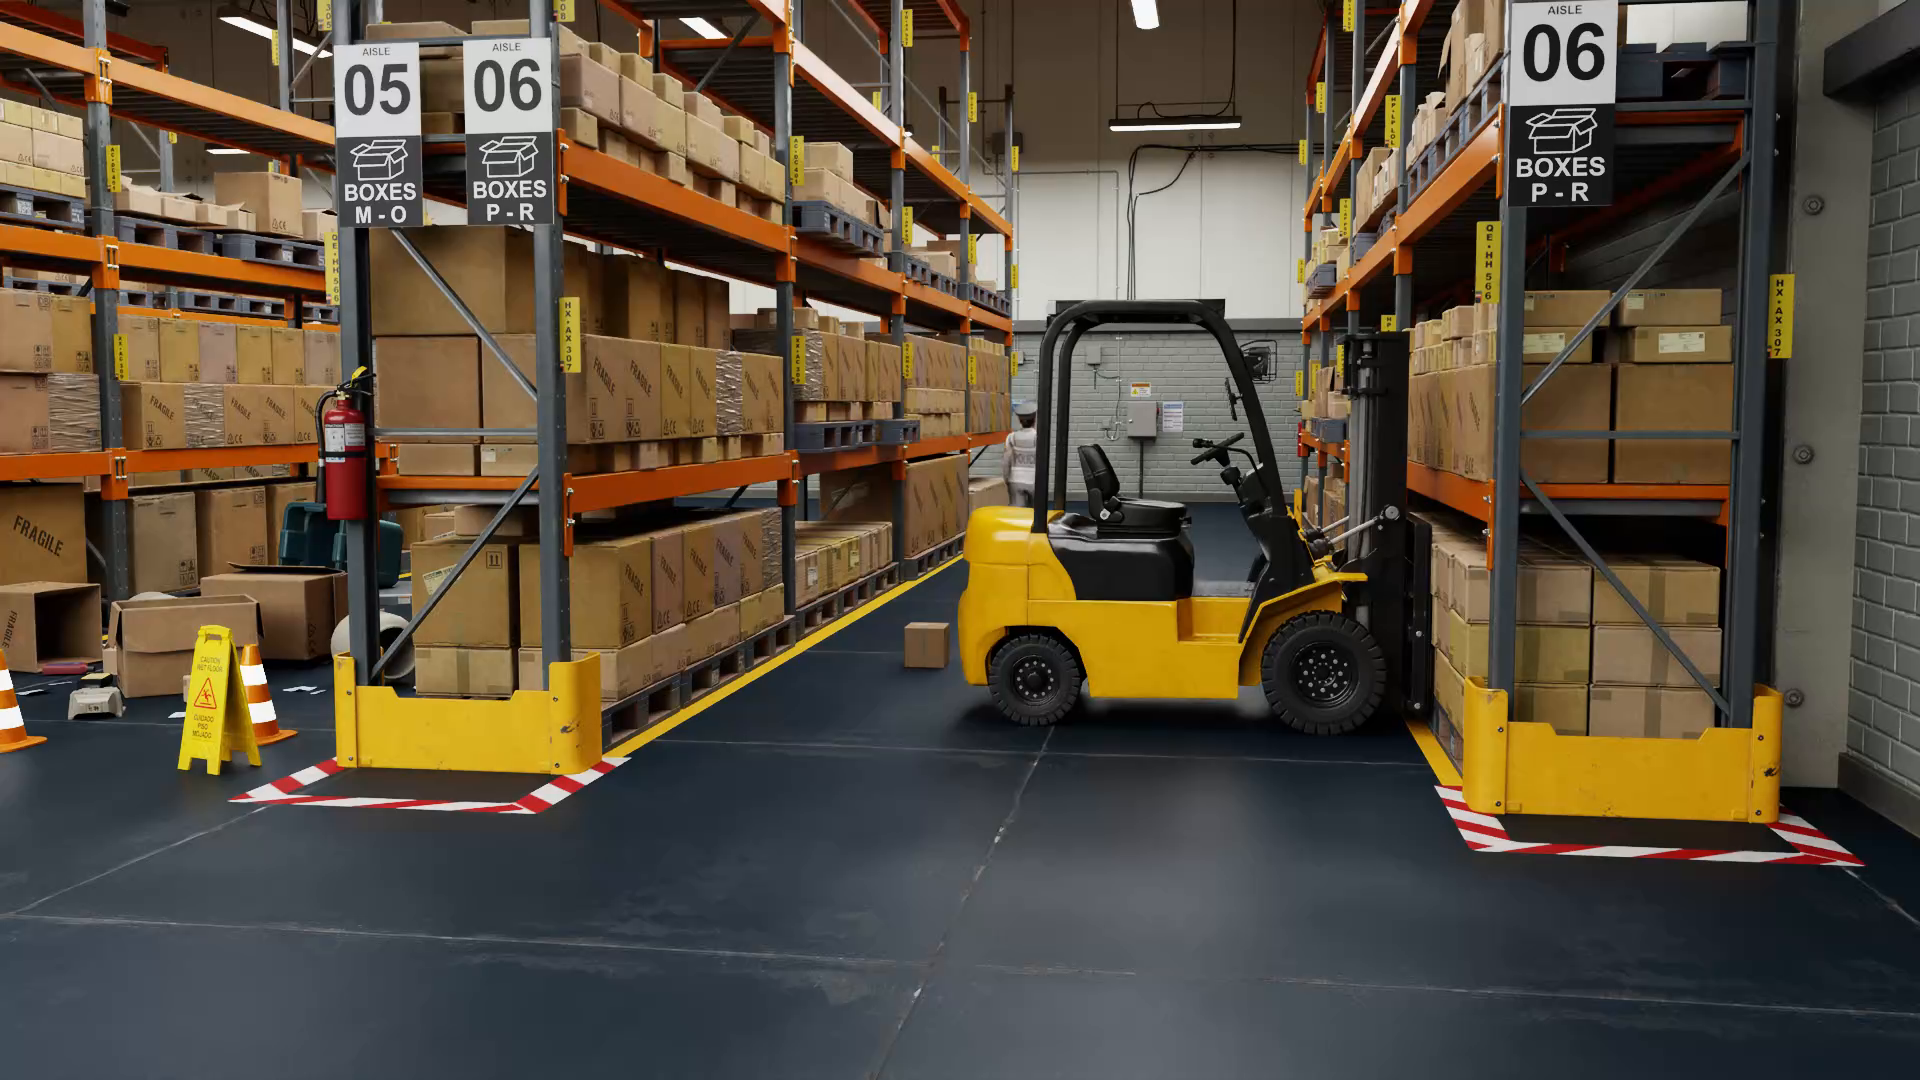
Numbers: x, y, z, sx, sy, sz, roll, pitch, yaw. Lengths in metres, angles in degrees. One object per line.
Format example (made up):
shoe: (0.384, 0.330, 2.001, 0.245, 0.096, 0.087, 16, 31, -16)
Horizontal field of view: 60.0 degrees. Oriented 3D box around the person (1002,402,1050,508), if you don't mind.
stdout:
person: (0.649, -0.531, 16.298, 0.489, 1.638, 1.013, 1, 5, 7)
